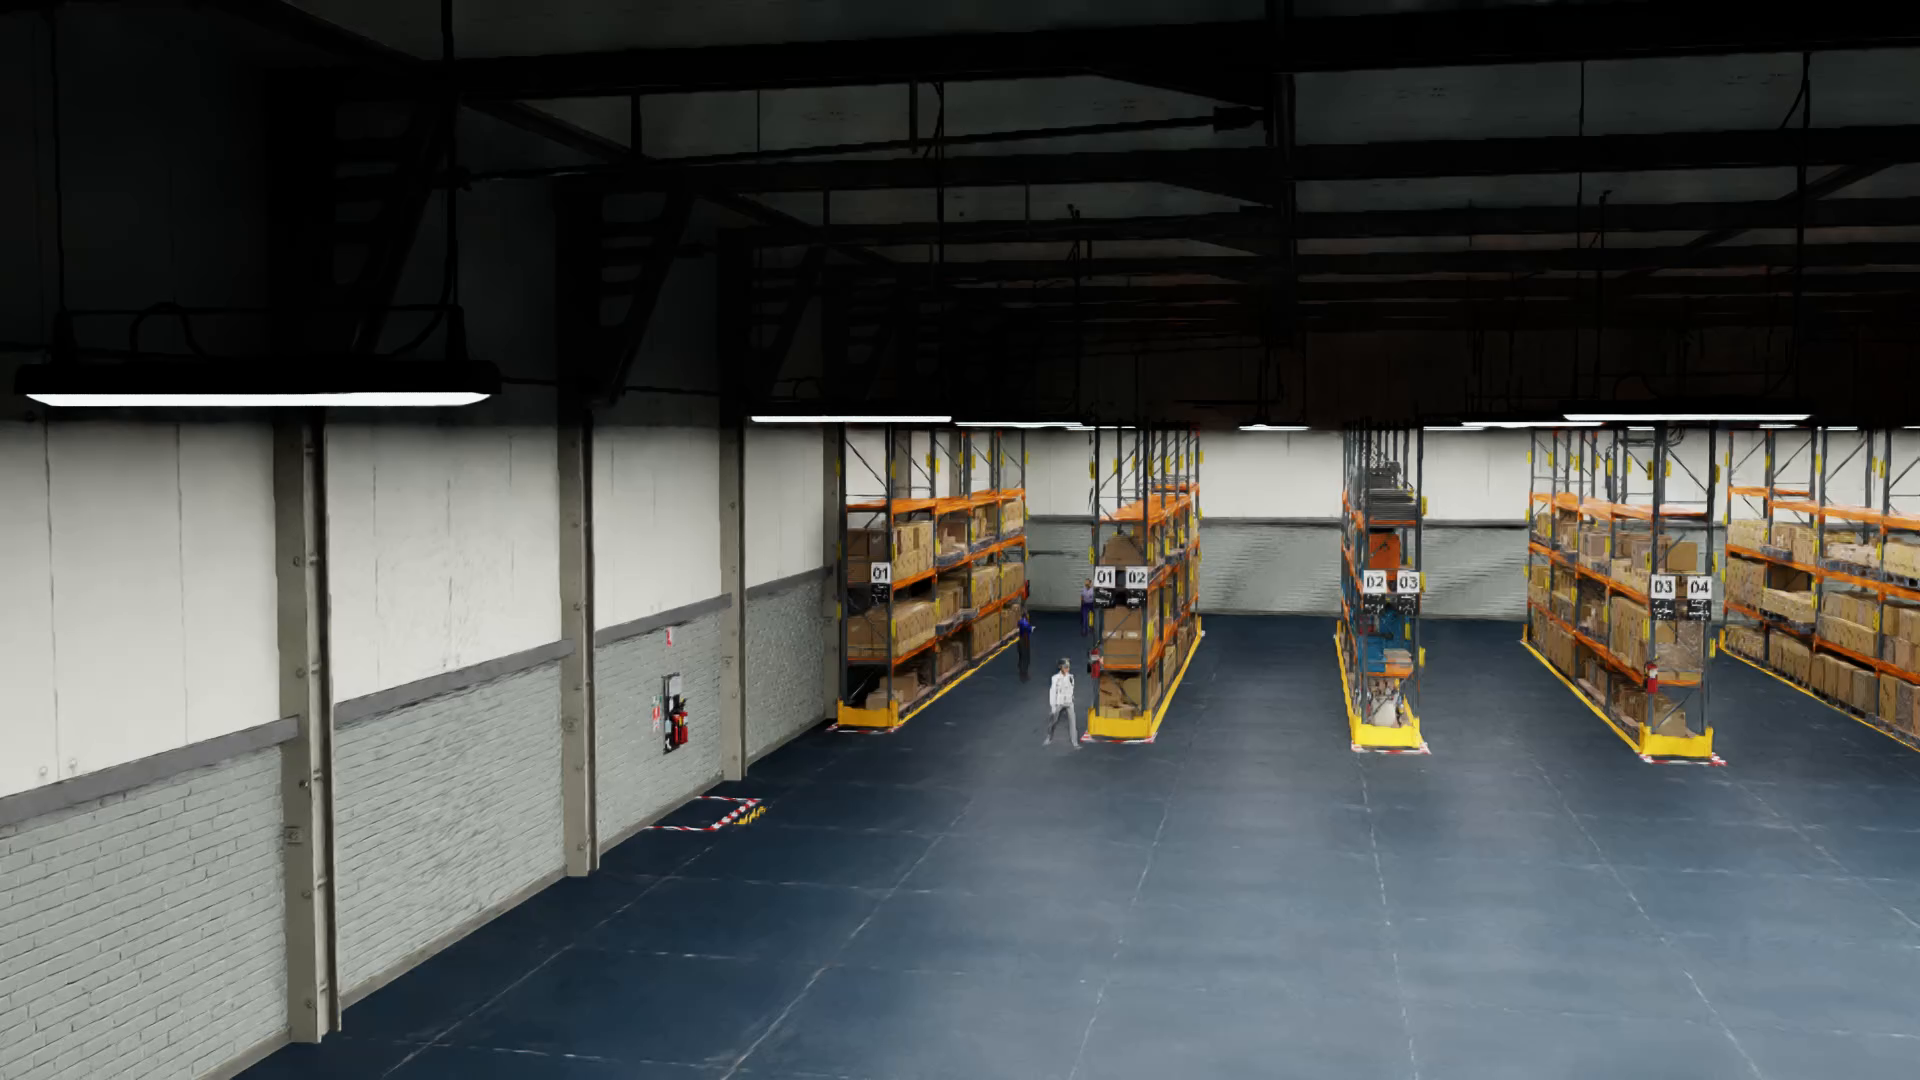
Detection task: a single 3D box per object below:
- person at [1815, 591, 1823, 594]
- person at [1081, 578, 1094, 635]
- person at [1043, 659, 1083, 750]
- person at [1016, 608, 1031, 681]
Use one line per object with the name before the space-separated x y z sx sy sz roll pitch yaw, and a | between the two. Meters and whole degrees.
person | 22.084 2.097 42.744 0.454 1.679 0.538 -1 4 -14
person | 3.671 1.866 47.145 0.491 1.590 1.001 1 4 11
person | 1.841 2.944 30.029 0.543 1.645 0.913 -1 4 -15
person | 1.503 2.428 38.427 0.360 1.724 0.503 -1 4 -16
